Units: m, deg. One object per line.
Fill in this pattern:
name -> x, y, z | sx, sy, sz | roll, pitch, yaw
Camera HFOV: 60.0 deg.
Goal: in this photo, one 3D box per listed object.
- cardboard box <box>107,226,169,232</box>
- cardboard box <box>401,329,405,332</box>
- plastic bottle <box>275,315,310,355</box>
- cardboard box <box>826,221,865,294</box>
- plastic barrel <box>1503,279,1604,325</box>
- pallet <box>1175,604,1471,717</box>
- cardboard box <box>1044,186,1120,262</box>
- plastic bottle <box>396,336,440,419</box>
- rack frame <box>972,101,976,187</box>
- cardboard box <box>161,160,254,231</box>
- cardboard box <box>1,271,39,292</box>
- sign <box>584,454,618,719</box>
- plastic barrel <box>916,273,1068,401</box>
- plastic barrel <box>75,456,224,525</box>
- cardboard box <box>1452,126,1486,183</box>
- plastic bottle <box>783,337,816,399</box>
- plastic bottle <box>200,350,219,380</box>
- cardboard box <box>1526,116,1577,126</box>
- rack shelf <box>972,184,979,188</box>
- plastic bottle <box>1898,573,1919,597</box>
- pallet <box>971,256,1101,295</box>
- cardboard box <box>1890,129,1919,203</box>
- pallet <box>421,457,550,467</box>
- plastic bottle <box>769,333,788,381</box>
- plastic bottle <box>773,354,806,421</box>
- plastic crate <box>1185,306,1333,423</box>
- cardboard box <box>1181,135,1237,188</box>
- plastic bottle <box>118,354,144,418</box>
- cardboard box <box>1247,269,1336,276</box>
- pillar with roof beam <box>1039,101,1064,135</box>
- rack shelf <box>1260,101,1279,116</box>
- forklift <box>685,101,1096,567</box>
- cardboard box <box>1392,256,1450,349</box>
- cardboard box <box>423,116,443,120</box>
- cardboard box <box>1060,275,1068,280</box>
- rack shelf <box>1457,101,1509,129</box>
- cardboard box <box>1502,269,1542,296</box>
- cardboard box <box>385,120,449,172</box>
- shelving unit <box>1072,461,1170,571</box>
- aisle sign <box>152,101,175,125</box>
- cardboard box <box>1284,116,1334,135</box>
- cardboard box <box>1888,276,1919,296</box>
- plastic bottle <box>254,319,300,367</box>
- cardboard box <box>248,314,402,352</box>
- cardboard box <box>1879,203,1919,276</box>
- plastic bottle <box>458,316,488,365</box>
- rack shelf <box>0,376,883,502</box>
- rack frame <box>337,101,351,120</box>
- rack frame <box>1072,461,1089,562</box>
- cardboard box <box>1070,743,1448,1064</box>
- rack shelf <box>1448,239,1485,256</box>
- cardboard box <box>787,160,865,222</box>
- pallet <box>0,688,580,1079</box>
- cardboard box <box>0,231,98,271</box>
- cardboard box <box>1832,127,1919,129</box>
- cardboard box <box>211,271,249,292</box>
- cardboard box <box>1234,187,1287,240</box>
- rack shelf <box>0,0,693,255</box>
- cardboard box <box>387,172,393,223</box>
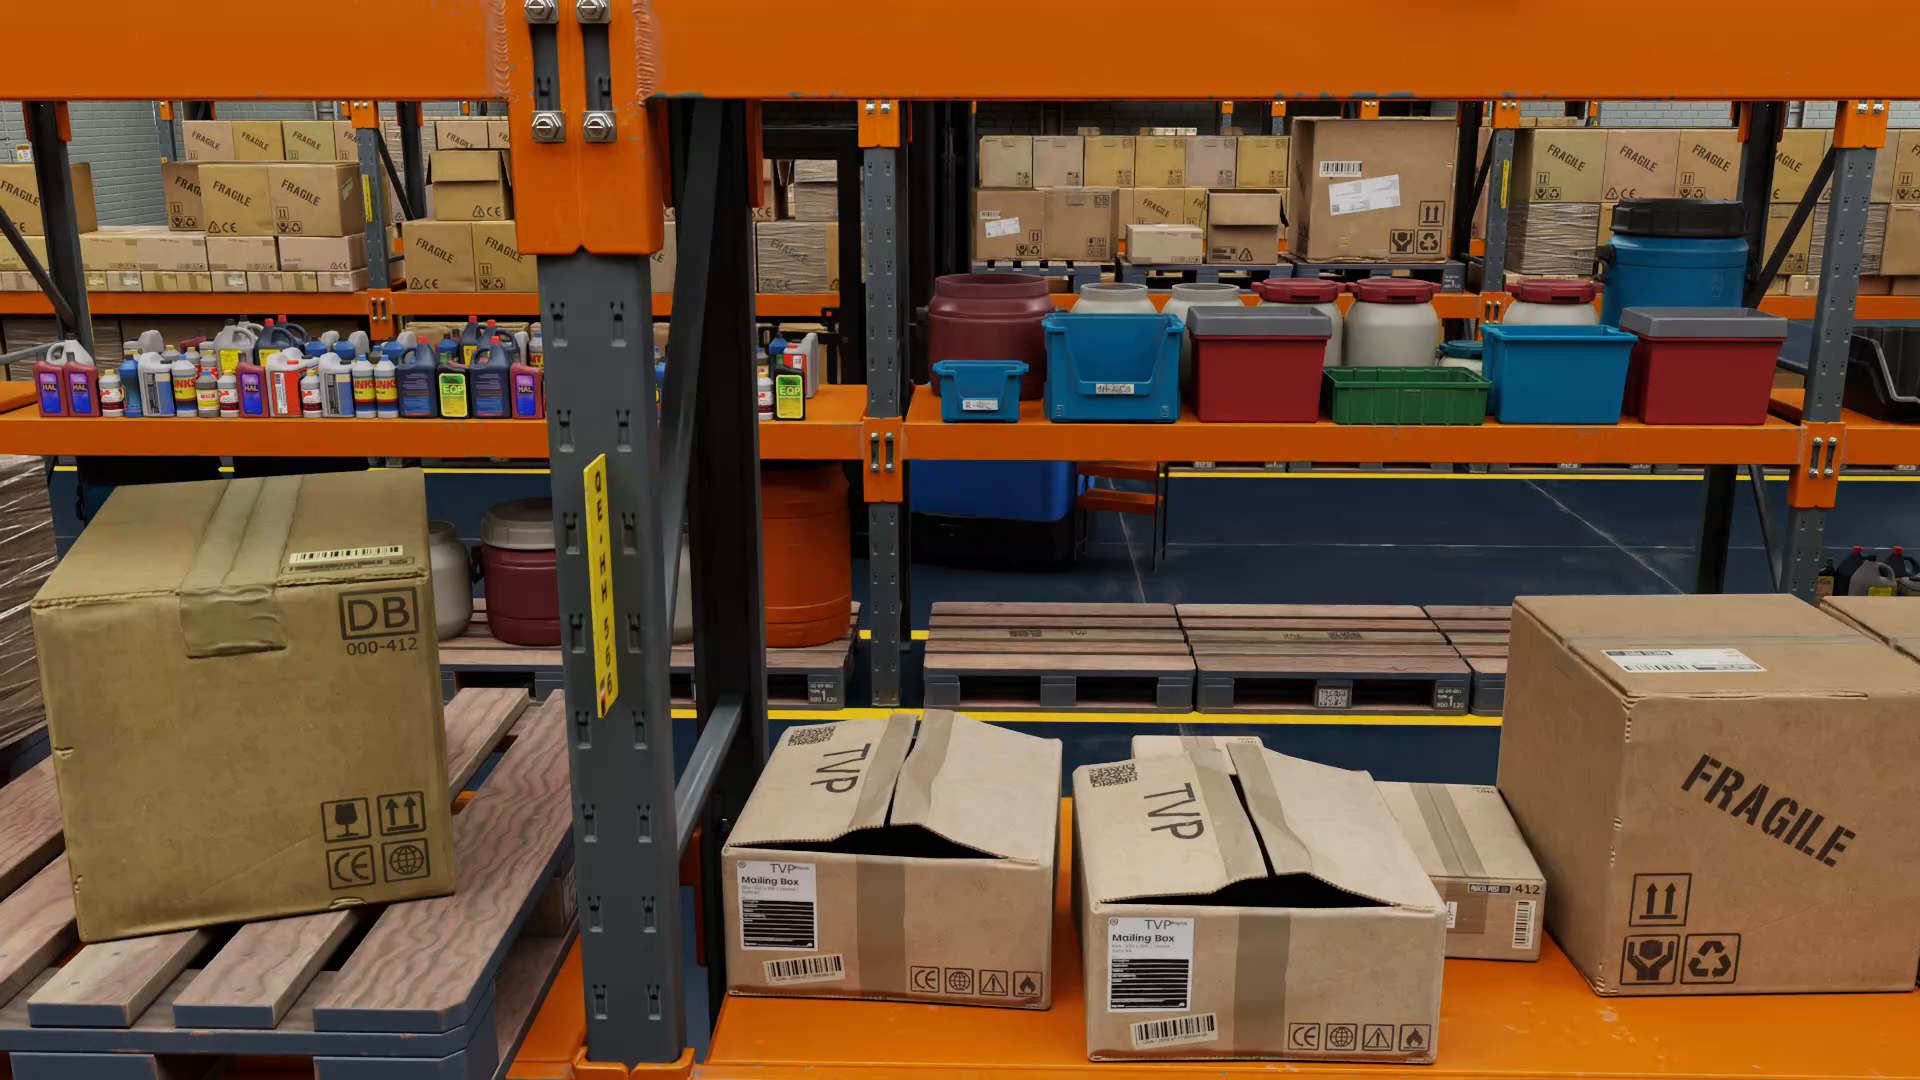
cardboard box -> -6.165, -2.264, 12.750 | 0.500, 0.250, 0.500 | 0, 15, 2
cardboard box -> -5.661, -2.141, 17.339 | 0.250, 0.149, 0.380 | 1, 15, 2
plastic bottle -> -3.209, -0.900, 7.968 | 0.185, 0.351, 0.144 | 0, 15, 1
cardboard box -> -0.695, -2.073, 12.121 | 0.500, 0.500, 0.500 | 1, 15, 3
plastic barrel -> 2.726, -0.923, 7.693 | 0.433, 0.535, 0.433 | 0, 15, 0
pallet -> 1.668, 0.550, 7.840 | 1.213, 0.211, 1.003 | 0, 15, 1
cardboard box -> 0.906, -2.365, 12.403 | 0.500, 0.500, 0.700 | 3, 15, 10
plastic bottle -> -2.356, -0.713, 7.258 | 0.185, 0.351, 0.144 | 0, 15, 1
rack frame -> 0.180, -5.878, 26.738 | 0.127, 3.000, 1.000 | 0, 15, 1
cardboard box -> -5.679, -2.620, 12.633 | 0.500, 0.500, 0.500 | 0, 15, 0
cardboard box -> -6.819, -1.923, 12.240 | 0.250, 0.149, 0.380 | 0, 15, 0
sign -> -0.457, 0.059, 2.124 | 0.005, 0.325, 0.100 | 0, 15, 1
plastic barrel -> 0.149, -0.962, 7.838 | 0.708, 0.536, 0.600 | 0, 15, 1
plastic barrel -> -3.778, -0.028, 7.857 | 0.708, 0.901, 0.600 | 0, 15, 1
cardboard box -> 4.951, -3.932, 16.954 | 0.550, 0.550, 0.875 | 0, 15, 1
plastic bottle -> -0.750, -0.808, 7.766 | 0.135, 0.276, 0.152 | 0, 15, 1
plastic bottle -> -3.538, -0.797, 7.871 | 0.097, 0.201, 0.097 | 0, 15, 0
cardboard box -> 7.539, -5.183, 21.366 | 0.500, 0.500, 0.700 | 0, 15, 0
rack shelf -> 2.180, -5.517, 26.781 | 4.000, 0.370, 1.077 | 0, 15, 1
plastic bottle -> 4.541, 0.279, 7.881 | 0.135, 0.276, 0.152 | 0, 15, 1
pallet -> 0.519, -2.014, 12.471 | 1.003, 0.211, 1.213 | 0, 15, 1
cardboard box -> 6.746, -2.650, 11.767 | 0.500, 0.500, 0.500 | 0, 15, 1
pallet -> -3.421, -0.777, 12.870 | 1.213, 0.211, 1.003 | 0, 15, 1
plastic bottle -> -0.862, -0.852, 7.943 | 0.097, 0.271, 0.097 | 0, 15, 0
plastic bottle -> -0.738, -0.659, 7.186 | 0.133, 0.283, 0.061 | 0, 15, 1
plastic crate -> 1.285, -0.764, 7.230 | 0.583, 0.464, 0.402 | 0, 15, 1
cardboard box -> 2.515, -3.863, 16.944 | 0.500, 0.500, 0.700 | 0, 15, 2
plastic bottle -> -3.619, -0.677, 7.277 | 0.097, 0.271, 0.097 | 0, 15, 0
cardboard box -> 3.408, -2.419, 17.216 | 0.750, 0.750, 1.050 | 0, 15, 1
pillar with roof beam -> 1.397, -7.902, 22.651 | 0.400, 9.000, 9.100 | 0, 15, 1
rack shelf -> 2.057, -5.701, 21.600 | 4.000, 0.370, 1.077 | 0, 15, 1
forklift -> -0.724, -1.458, 10.123 | 3.031, 2.935, 1.130 | 5, 15, 17
cardboard box -> 4.658, -2.477, 17.189 | 0.875, 0.875, 0.875 | 1, 15, 2
cardboard box -> -6.808, -5.425, 21.594 | 0.250, 0.149, 0.380 | 0, 15, 0
cardboard box -> 1.360, -3.535, 22.188 | 0.625, 0.372, 0.950 | 0, 15, 0
rack shelf -> 1.804, -3.174, 12.021 | 4.000, 0.370, 1.077 | 0, 15, 1
cardboard box -> 4.010, -1.859, 11.999 | 0.250, 0.149, 0.380 | 0, 15, 1
cardboard box -> -5.472, -3.994, 16.858 | 0.500, 0.500, 0.500 | 1, 15, 3
shelving unit -> 0.946, -0.452, 9.687 | 0.503, 1.200, 0.258 | 6, 16, 20
aisle sign -> -8.046, -4.582, 16.731 | 0.004, 0.787, 0.394 | 0, 15, 1
cardboard box -> 4.490, -5.203, 21.443 | 0.500, 0.500, 0.700 | 0, 15, 1
cardboard box -> 6.761, -1.856, 11.988 | 0.250, 0.149, 0.380 | 0, 15, 1
plastic bottle -> -3.213, -0.863, 7.829 | 0.185, 0.351, 0.144 | 0, 15, 1
cardboard box -> -4.852, -1.311, 12.771 | 0.875, 0.875, 0.875 | 0, 15, 1
cardboard box -> 6.750, -2.208, 12.050 | 0.500, 0.500, 0.875 | 0, 15, 1
plastic bottle -> -2.293, -0.894, 7.945 | 0.185, 0.351, 0.144 | 0, 15, 1
rack shelf -> -2.322, -0.487, 7.715 | 4.000, 0.370, 1.077 | 0, 15, 1
rack frame -> -7.940, -4.664, 22.138 | 0.127, 3.000, 1.000 | 0, 15, 1
rack frame -> 0.719, -0.477, 9.772 | 0.015, 1.200, 0.240 | 6, 16, 20
cardboard box -> 0.437, 0.540, 2.588 | 0.500, 0.311, 0.500 | 0, 15, 1
rack shelf -> 6.030, -2.962, 17.097 | 4.000, 0.370, 1.077 | 0, 15, 1
cardboard box -> -0.926, -2.627, 12.254 | 0.637, 0.503, 0.797 | 1, 15, 3
pallet -> -1.132, 0.548, 2.759 | 1.003, 0.211, 1.213 | 0, 15, 1
cardboard box -> -6.698, -2.130, 12.245 | 0.500, 0.250, 0.500 | 0, 15, 0
cardboard box -> 6.759, -2.786, 12.282 | 0.500, 0.500, 0.500 | 0, 15, 1
cardboard box -> -5.279, -1.913, 12.202 | 0.250, 0.149, 0.380 | 1, 15, 2
cardboard box -> 2.997, -3.310, 16.809 | 0.500, 0.500, 0.500 | 0, 15, 1
rack shelf -> -2.452, -0.674, 2.545 | 4.000, 0.370, 1.077 | 0, 15, 1
cardboard box -> -5.989, -3.515, 17.002 | 0.500, 0.500, 0.500 | 0, 15, 0
